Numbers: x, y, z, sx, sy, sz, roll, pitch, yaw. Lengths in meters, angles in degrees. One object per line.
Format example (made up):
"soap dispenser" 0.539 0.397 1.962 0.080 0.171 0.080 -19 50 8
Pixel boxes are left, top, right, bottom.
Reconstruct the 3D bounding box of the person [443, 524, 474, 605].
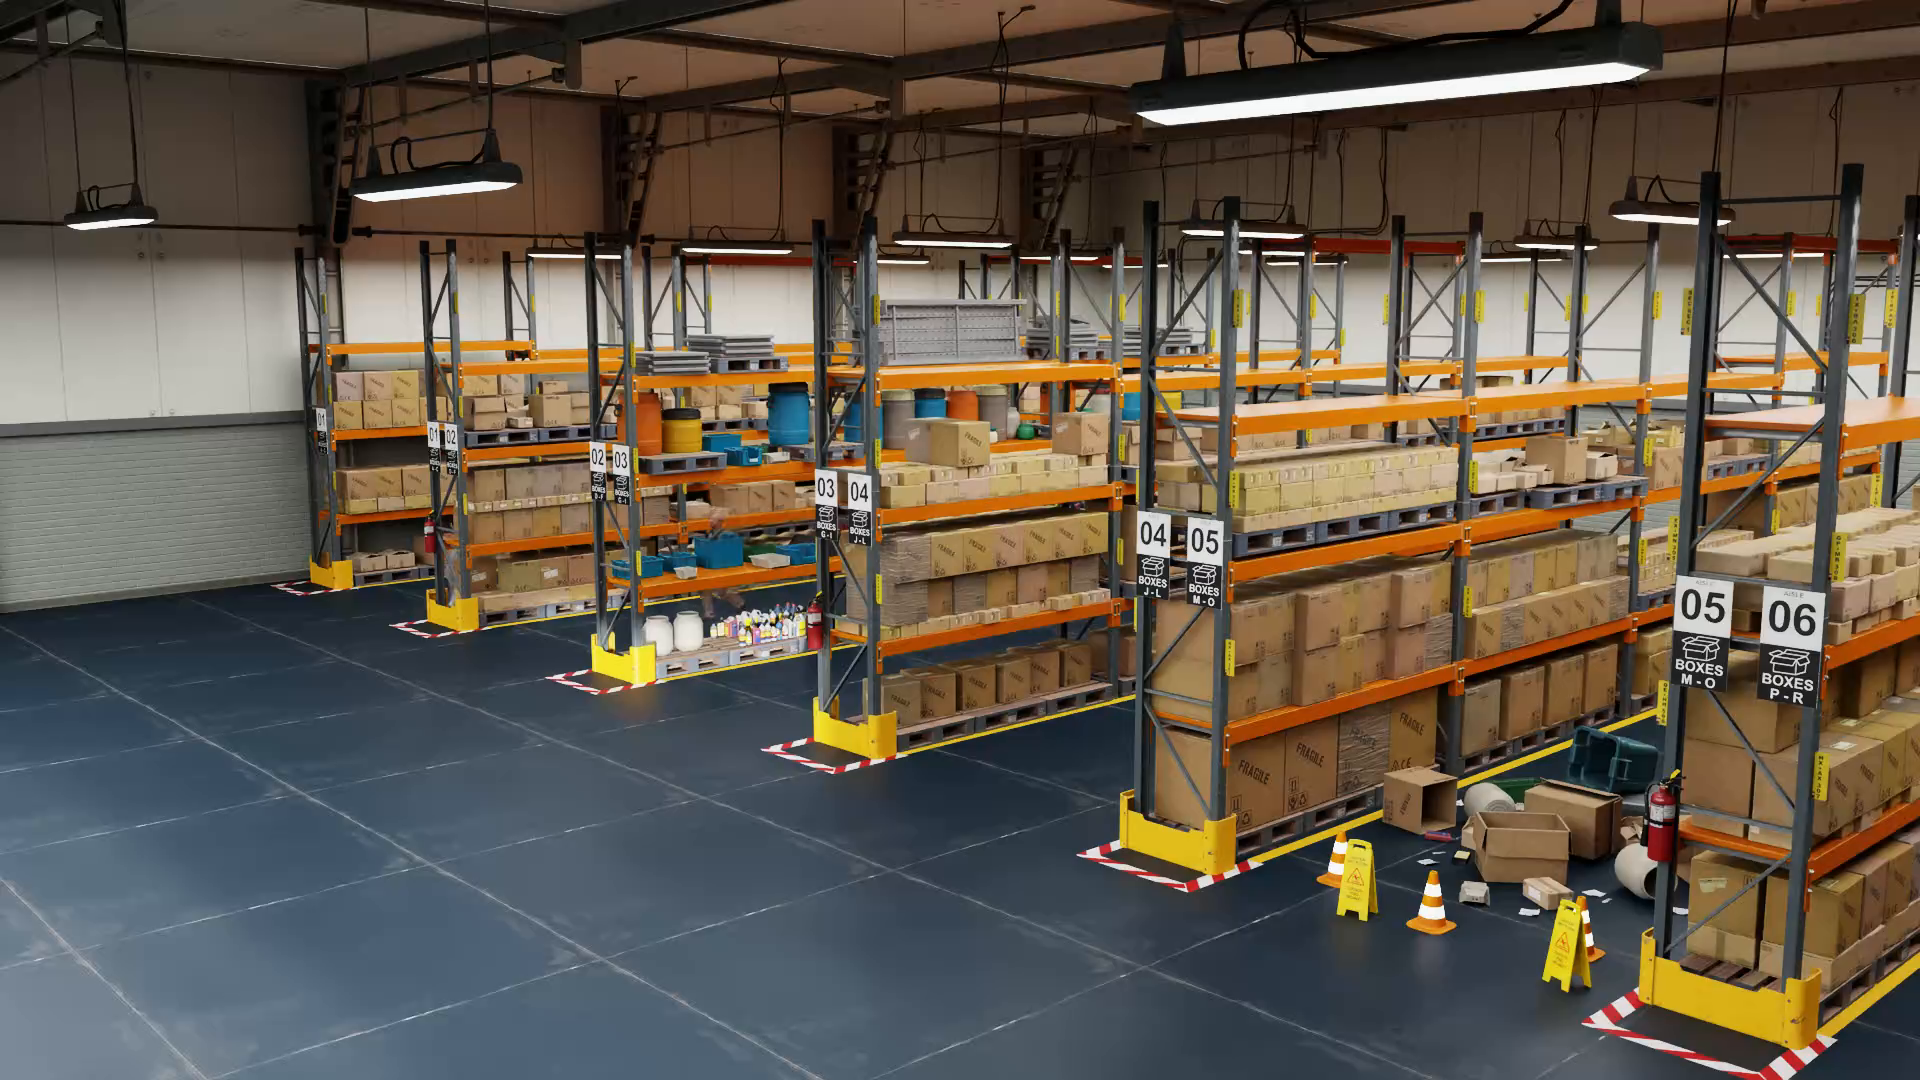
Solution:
"person" -8.351 0.204 27.949 0.624 1.831 0.752 7 11 41

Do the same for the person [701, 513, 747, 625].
"person" -3.731 0.437 25.883 0.849 1.718 0.673 -8 11 -43
